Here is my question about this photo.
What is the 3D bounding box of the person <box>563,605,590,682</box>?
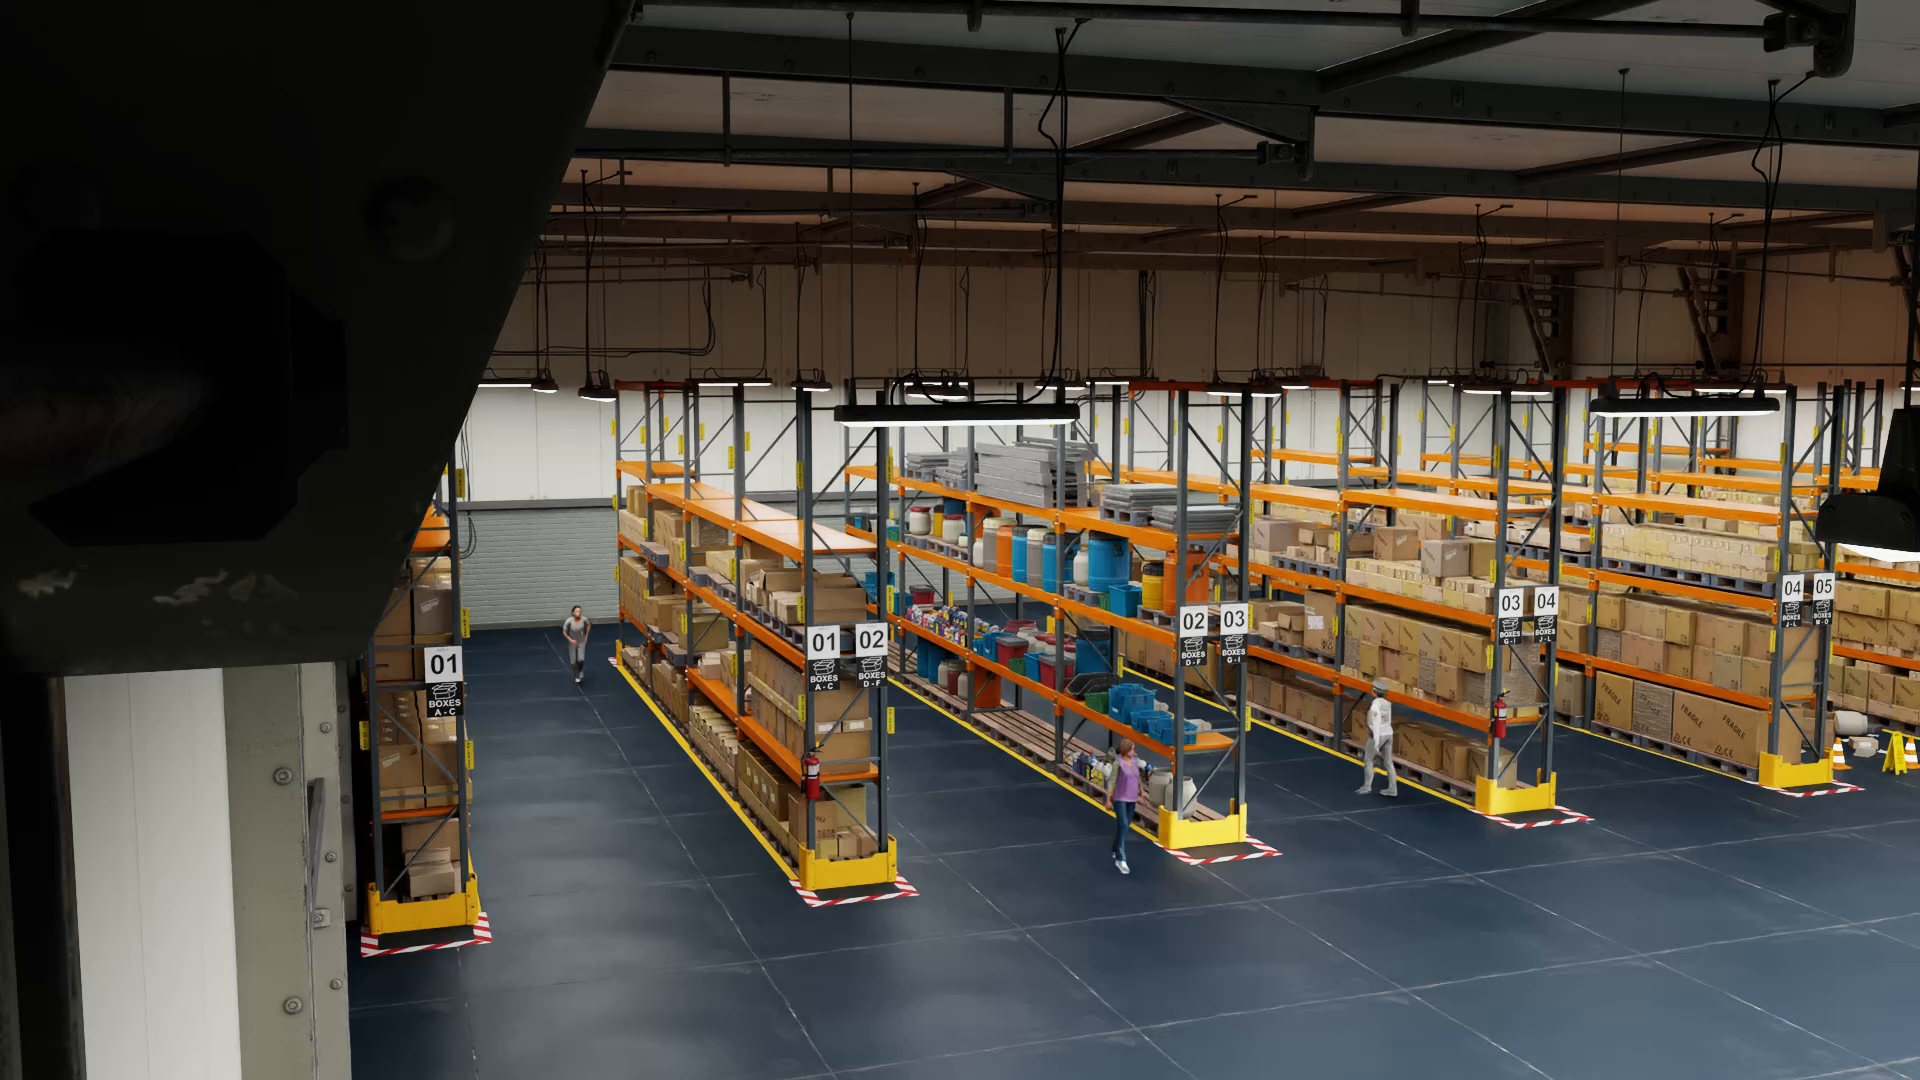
[{"bbox_3d":[-7.609,2.061,33.034,0.528,1.577,0.703,-1,6,-10],"label":"person"}]

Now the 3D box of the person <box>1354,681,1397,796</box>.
[{"bbox_3d":[6.188,2.938,24.454,0.507,1.722,0.653,-4,7,-35],"label":"person"}]

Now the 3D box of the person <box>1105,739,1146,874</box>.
[{"bbox_3d":[2.083,3.330,20.992,0.558,1.580,0.616,-5,8,-40],"label":"person"}]
